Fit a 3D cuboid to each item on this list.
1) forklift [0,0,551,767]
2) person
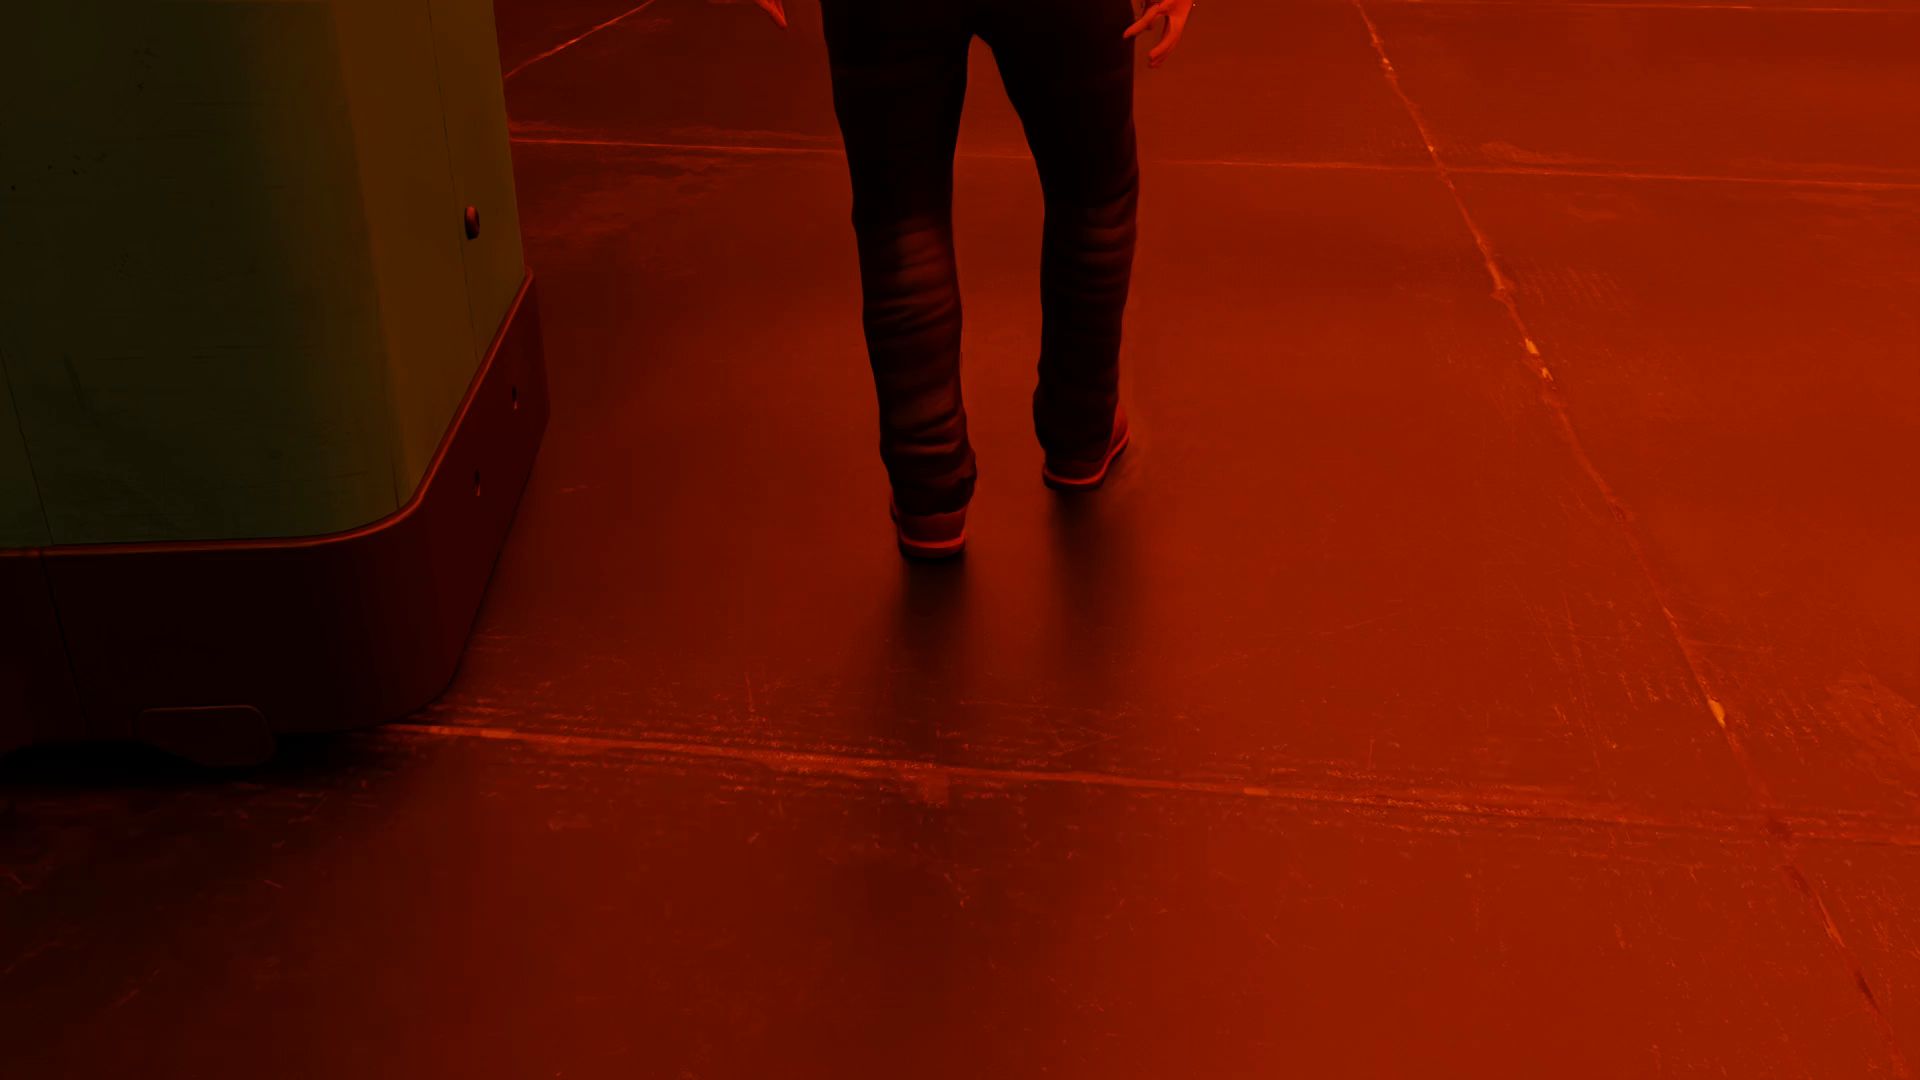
[{"bbox_3d":[-2.155,-1.213,1.648,3.031,2.935,1.130,-2,27,-4],"label":"forklift"},{"bbox_3d":[0.004,-0.814,2.307,0.620,1.635,0.546,1,27,2],"label":"person"}]
